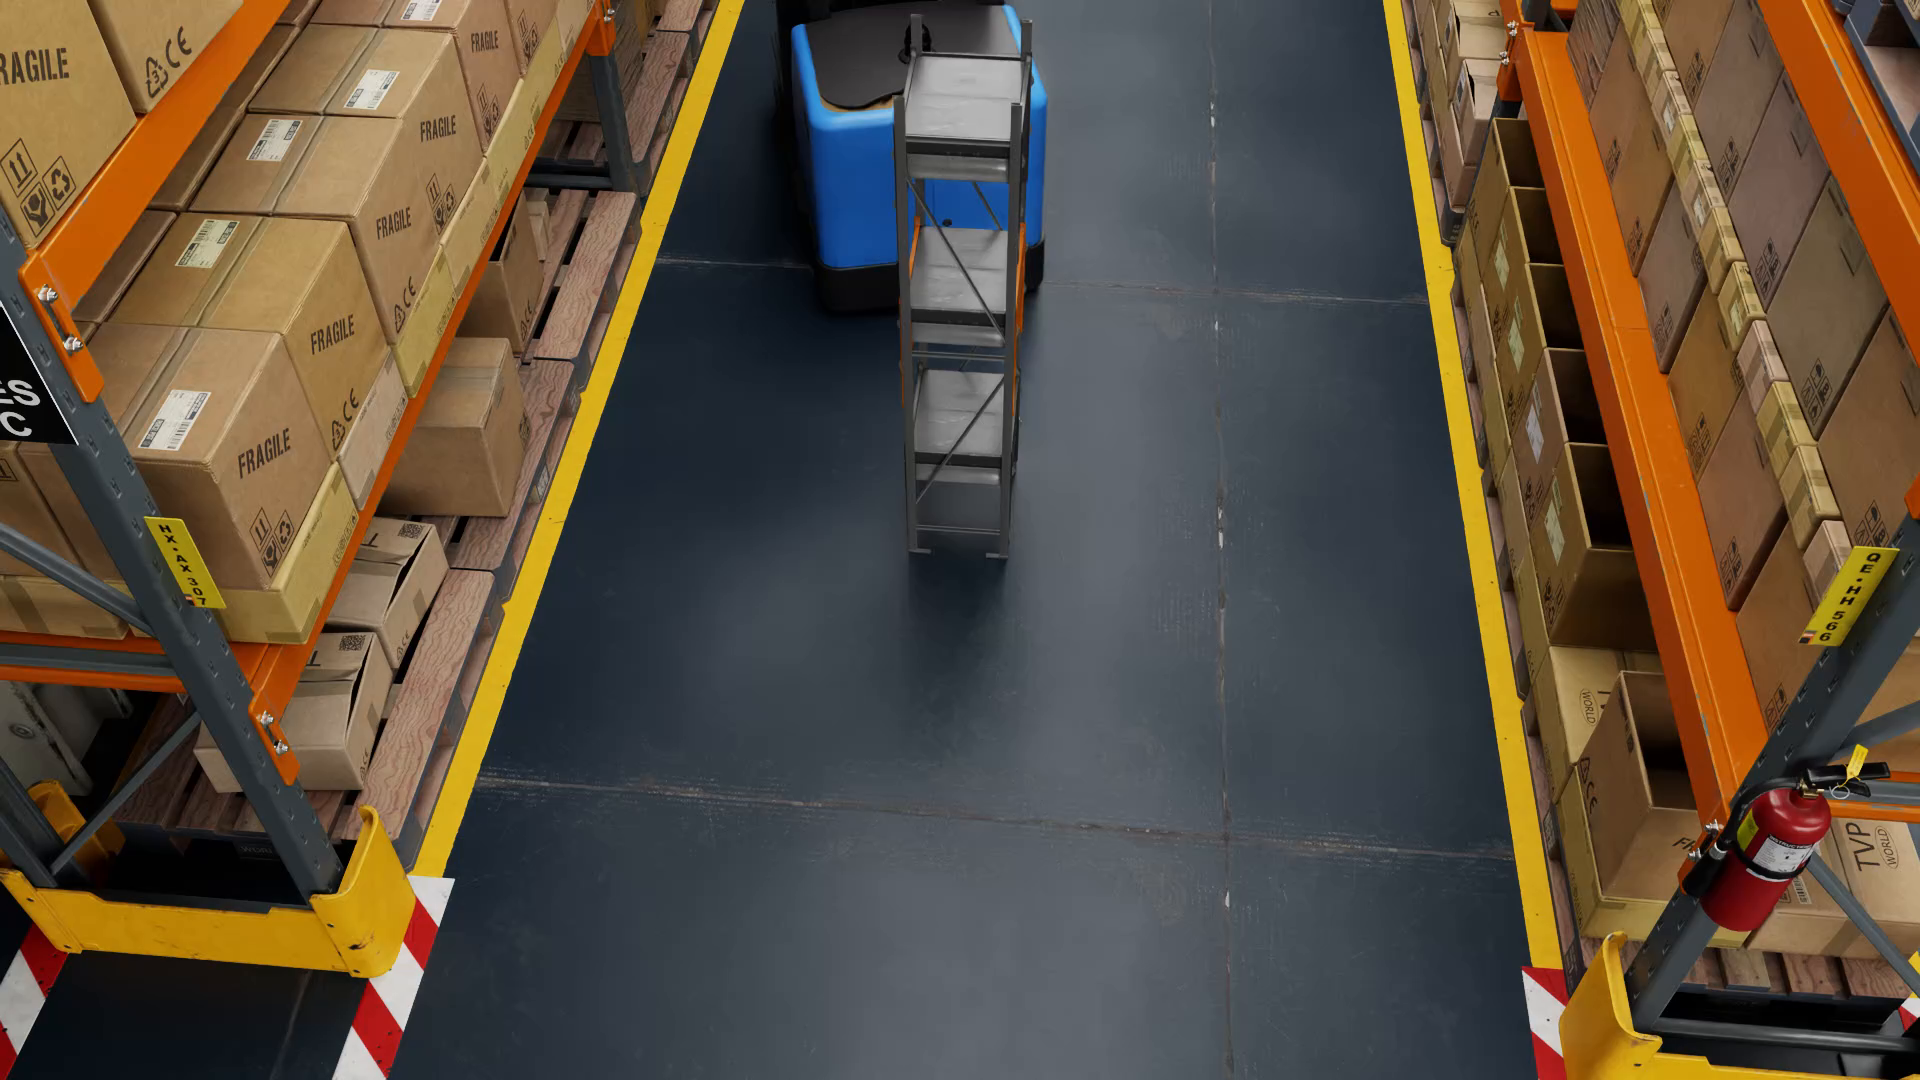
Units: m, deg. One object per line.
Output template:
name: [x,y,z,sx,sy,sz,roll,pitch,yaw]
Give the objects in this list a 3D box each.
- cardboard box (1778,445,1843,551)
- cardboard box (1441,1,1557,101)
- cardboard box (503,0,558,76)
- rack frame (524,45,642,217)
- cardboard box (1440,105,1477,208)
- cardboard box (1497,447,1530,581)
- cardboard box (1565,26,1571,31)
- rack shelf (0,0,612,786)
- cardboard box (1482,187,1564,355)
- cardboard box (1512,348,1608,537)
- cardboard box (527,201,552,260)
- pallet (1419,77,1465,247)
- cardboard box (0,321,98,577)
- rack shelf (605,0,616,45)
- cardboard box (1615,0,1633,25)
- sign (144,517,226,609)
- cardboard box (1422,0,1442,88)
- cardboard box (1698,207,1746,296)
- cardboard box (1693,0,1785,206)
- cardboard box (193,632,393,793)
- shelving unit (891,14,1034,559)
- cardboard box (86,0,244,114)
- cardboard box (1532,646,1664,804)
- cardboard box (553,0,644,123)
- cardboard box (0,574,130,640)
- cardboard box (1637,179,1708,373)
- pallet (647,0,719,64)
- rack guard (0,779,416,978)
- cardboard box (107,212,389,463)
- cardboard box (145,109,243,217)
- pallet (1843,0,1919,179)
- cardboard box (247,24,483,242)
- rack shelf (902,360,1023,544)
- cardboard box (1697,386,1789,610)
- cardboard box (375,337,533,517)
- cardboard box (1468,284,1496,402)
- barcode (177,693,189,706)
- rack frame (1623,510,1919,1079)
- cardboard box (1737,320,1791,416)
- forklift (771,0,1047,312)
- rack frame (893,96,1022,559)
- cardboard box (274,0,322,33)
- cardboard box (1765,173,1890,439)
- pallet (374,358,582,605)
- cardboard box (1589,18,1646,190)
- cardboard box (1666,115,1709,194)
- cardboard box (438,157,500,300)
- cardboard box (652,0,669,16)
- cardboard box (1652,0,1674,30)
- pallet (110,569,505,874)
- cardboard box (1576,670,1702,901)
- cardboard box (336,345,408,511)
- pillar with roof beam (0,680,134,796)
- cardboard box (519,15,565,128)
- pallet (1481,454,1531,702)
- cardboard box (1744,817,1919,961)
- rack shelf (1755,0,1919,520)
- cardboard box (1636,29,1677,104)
cardboard box: [2.360,-0.094,4.296,0.380,0.149,0.250,5,48,5]
cardboard box: [2.650,-2.397,8.109,0.500,0.311,0.500,5,48,5]
cardboard box: [-1.851,-2.099,6.217,0.500,0.500,0.500,4,48,3]
rack frame: [-2.076,-2.625,7.118,1.000,3.000,0.127,4,48,4]
cardboard box: [2.606,-1.833,7.972,0.500,0.250,0.500,3,48,3]
cardboard box: [2.372,-0.086,6.375,0.500,0.250,0.500,4,48,4]
cardboard box: [3.194,-2.352,8.067,0.500,0.311,0.500,3,48,3]
rack shelf: [-2.259,-0.913,6.039,1.077,0.370,4.000,4,48,4]
cardboard box: [2.465,-1.074,6.770,0.500,0.500,0.500,4,48,4]
cardboard box: [2.368,-0.339,6.098,0.500,0.500,0.500,4,48,4]
cardboard box: [-2.095,-1.422,7.640,0.380,0.166,0.250,-2,48,-2]
pallet: [2.885,-1.898,8.342,1.003,0.211,1.213,4,48,4]
cardboard box: [-2.610,-0.256,4.531,0.500,0.500,0.500,3,48,3]
rack shelf: [-1.894,-3.852,8.728,1.077,0.370,4.000,4,48,4]
cardboard box: [2.595,-1.989,6.029,0.380,0.149,0.250,3,48,3]
sign: [-1.901,0.058,4.077,0.100,0.325,0.005,4,48,4]
cardboard box: [2.700,-2.580,8.656,0.500,0.250,0.500,5,48,4]
cardboard box: [2.454,-0.853,4.990,0.380,0.149,0.250,5,48,5]
cardboard box: [2.686,-1.333,4.990,0.700,0.500,0.500,4,48,4]
cardboard box: [-2.288,0.571,5.719,0.500,0.311,0.500,-1,48,-1]
shelving unit: [0.015,-0.830,6.086,0.431,2.100,0.503,4,48,4]
cardboard box: [-2.077,-1.360,3.847,0.500,0.500,0.500,7,48,6]
cardboard box: [2.281,0.649,5.703,0.500,0.250,0.500,4,48,4]
cardboard box: [-2.026,-2.472,8.374,0.700,0.500,0.500,5,48,5]
cardboard box: [-2.591,0.002,4.804,0.500,0.250,0.500,4,48,4]
cardboard box: [2.686,-0.869,5.444,0.700,0.500,0.500,5,48,5]
pallet: [-1.898,-3.155,9.493,1.003,0.211,1.213,4,48,4]
rack guard: [-2.434,1.102,5.403,1.175,0.500,0.348,4,48,4]
cardboard box: [-2.043,-0.588,4.835,0.500,0.500,0.500,4,48,4]
cardboard box: [-2.511,-1.005,5.216,0.500,0.500,0.500,3,48,2]
pallet: [2.583,-0.856,3.527,1.003,0.211,1.213,4,48,4]
cardboard box: [-1.955,-1.347,5.529,0.500,0.500,0.500,5,48,5]
rack shelf: [0.015,-0.349,6.613,0.431,0.518,0.480,4,48,4]
cardboard box: [2.591,-0.117,4.757,0.700,0.500,0.500,5,48,5]
cardboard box: [-2.120,-0.448,6.522,0.700,0.500,0.500,1,48,1]
cardboard box: [2.462,-0.821,7.047,0.500,0.250,0.500,4,48,4]
barcode: [-2.685,0.528,5.752,0.001,0.075,0.075,4,48,4]
rack frame: [2.492,0.645,4.128,1.000,3.000,0.127,4,48,4]
cardboard box: [2.408,-0.467,4.637,0.380,0.149,0.250,4,48,4]
forklift: [-0.375,-3.140,7.636,1.130,2.935,3.031,-7,48,-7]
rack frame: [-0.007,-0.651,5.922,0.400,2.100,0.015,4,48,4]
cardboard box: [-2.429,-1.757,5.904,0.500,0.500,0.500,5,48,5]
cardboard box: [2.595,-0.595,4.314,0.700,0.500,0.500,3,48,3]
pallet: [-2.211,-0.289,6.871,1.003,0.211,1.213,4,48,4]
cardboard box: [2.781,-1.614,6.126,0.700,0.500,0.500,3,48,3]
cardboard box: [2.502,-1.224,5.330,0.380,0.149,0.250,4,48,3]
cardboard box: [-1.947,-1.107,5.818,0.500,0.250,0.500,4,48,4]
cardboard box: [-1.942,-3.227,9.065,0.700,0.500,0.500,4,48,4]
cardboard box: [2.778,-2.068,5.662,0.700,0.500,0.500,4,48,3]
pallet: [-2.325,0.605,6.054,1.003,0.211,1.213,4,48,4]
cardboard box: [2.245,0.764,5.089,0.500,0.500,0.500,4,48,4]
cardboard box: [-2.047,-0.362,5.136,0.500,0.250,0.500,3,48,2]
pillar with roof beam: [1.049,-1.993,2.475,9.100,9.000,0.400,4,48,4]
cardboard box: [-1.871,-1.847,6.495,0.500,0.250,0.500,4,48,4]
pallet: [2.634,0.127,6.491,1.003,0.211,1.213,4,48,4]
cardboard box: [2.763,1.052,5.334,0.500,0.250,0.500,4,48,4]
rack shelf: [2.675,-1.595,4.630,1.077,0.370,4.000,4,48,4]
cardboard box: [2.548,-1.612,5.684,0.380,0.149,0.250,2,48,2]
